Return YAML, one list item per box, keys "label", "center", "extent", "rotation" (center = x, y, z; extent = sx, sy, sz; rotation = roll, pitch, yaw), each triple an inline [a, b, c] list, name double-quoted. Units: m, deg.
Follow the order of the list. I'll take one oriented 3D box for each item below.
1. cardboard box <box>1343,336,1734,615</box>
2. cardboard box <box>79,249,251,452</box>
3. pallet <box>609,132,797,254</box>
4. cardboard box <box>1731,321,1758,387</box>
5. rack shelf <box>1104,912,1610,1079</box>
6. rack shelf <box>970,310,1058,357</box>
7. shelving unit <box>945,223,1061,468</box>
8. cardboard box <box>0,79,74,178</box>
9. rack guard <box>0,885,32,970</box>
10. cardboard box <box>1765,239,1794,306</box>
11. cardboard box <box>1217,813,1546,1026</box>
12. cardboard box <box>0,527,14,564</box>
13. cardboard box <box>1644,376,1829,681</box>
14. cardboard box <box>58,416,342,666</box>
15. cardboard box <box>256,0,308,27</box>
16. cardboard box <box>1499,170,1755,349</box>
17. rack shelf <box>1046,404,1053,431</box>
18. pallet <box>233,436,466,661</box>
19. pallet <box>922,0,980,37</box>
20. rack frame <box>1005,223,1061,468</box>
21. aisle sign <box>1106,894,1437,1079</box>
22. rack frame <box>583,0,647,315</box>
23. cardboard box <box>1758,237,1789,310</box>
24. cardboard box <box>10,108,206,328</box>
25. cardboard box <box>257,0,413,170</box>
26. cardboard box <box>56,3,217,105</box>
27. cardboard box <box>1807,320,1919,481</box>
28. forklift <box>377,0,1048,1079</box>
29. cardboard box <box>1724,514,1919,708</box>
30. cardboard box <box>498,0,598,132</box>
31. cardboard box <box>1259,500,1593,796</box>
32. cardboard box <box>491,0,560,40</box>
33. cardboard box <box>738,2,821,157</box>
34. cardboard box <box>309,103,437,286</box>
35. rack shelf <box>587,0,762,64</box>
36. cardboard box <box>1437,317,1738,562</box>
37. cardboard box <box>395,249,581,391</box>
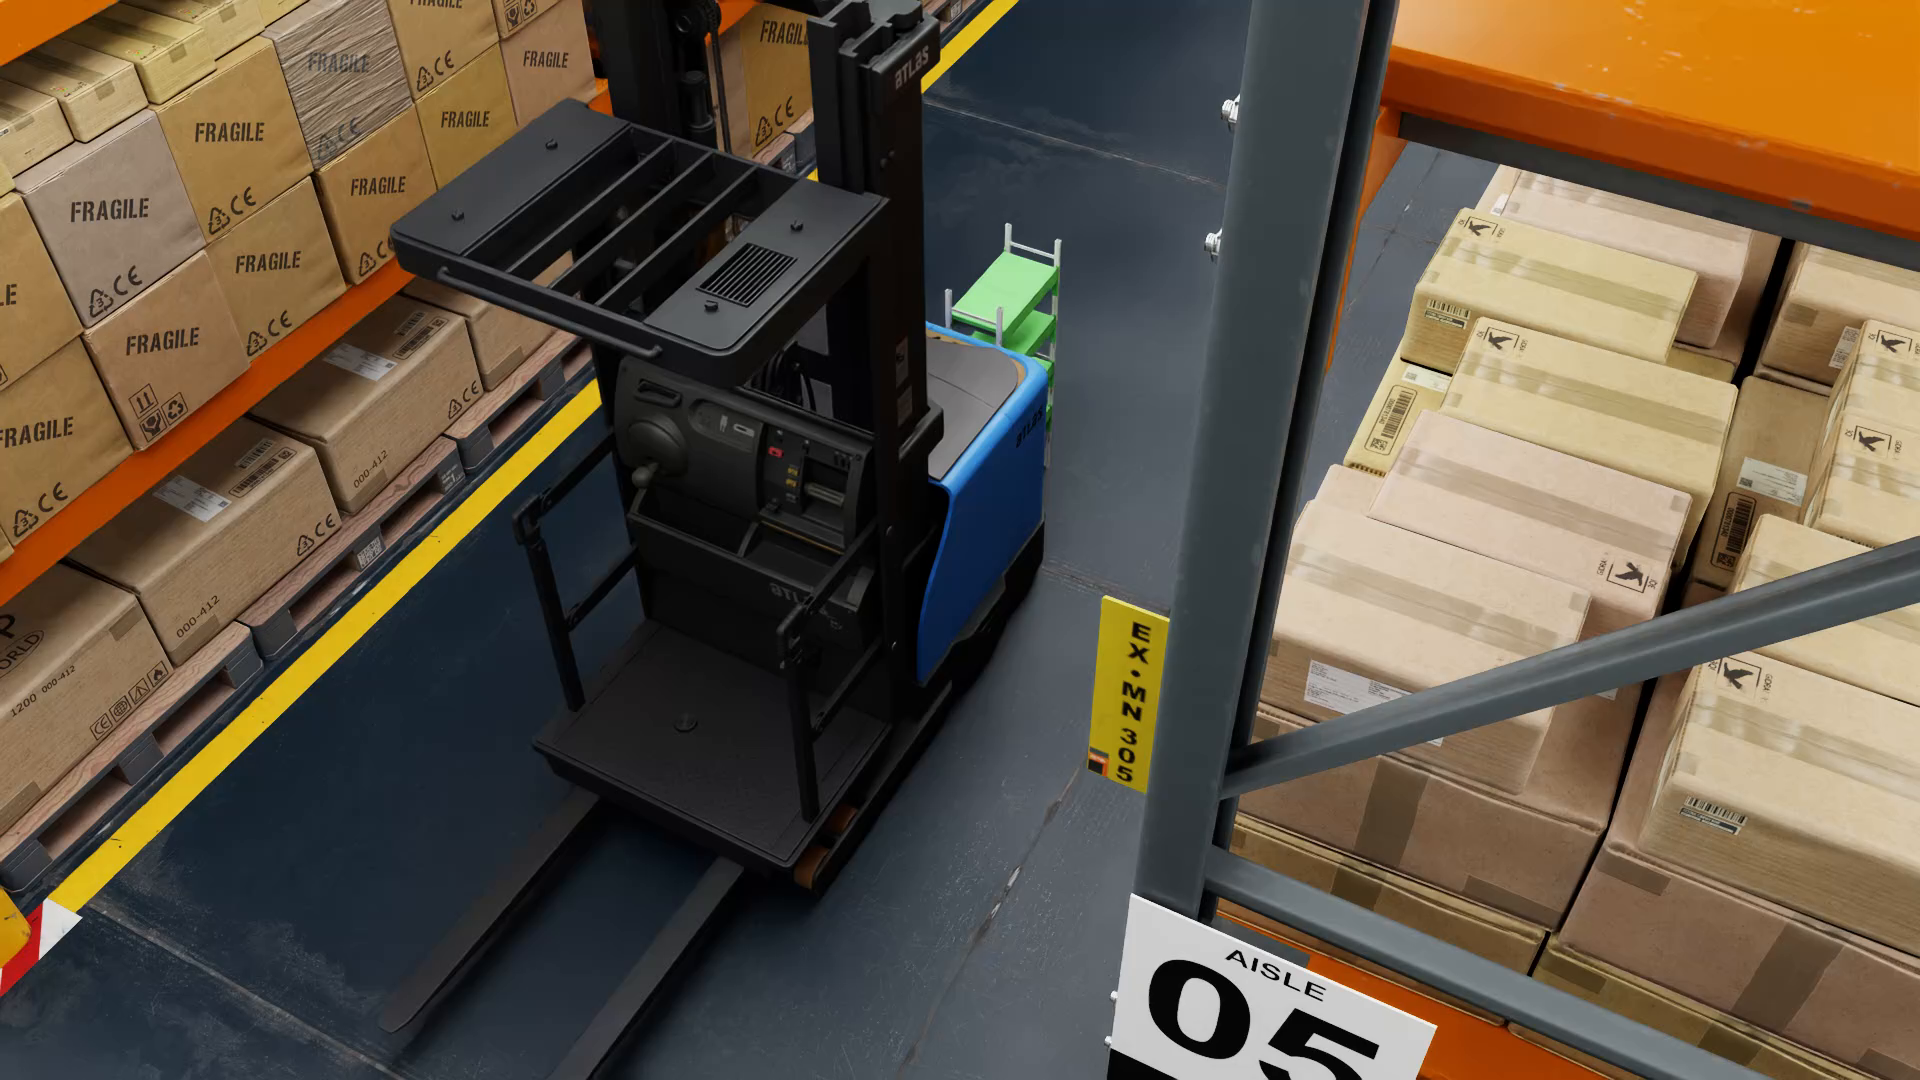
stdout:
- label: "cardboard box"
  center: [0.915, -0.118, 2.683]
  extent: [0.500, 0.250, 0.500]
  rotation: [19, 48, 18]
- label: "cardboard box"
  center: [-2.802, -0.700, 5.542]
  extent: [0.500, 0.500, 0.500]
  rotation: [20, 49, 19]
- label: "pallet"
  center: [-1.593, -1.865, 8.725]
  extent: [1.003, 0.211, 1.213]
  rotation: [20, 49, 19]
- label: "cardboard box"
  center: [1.601, -0.103, 3.019]
  extent: [0.500, 0.250, 0.500]
  rotation: [19, 48, 18]
- label: "rack shelf"
  center: [1.618, -0.305, 3.620]
  extent: [1.077, 0.370, 4.000]
  rotation: [20, 49, 19]
- label: "rack shelf"
  center: [0.170, -0.758, 6.688]
  extent: [0.258, 0.148, 0.480]
  rotation: [21, 49, 20]
- label: "shelving unit"
  center: [0.170, -0.634, 6.813]
  extent: [0.258, 1.200, 0.503]
  rotation: [21, 49, 20]
- label: "cardboard box"
  center: [-2.869, -1.231, 4.908]
  extent: [0.380, 0.149, 0.250]
  rotation: [21, 49, 19]
- label: "rack guard"
  center: [-3.753, 1.079, 5.612]
  extent: [1.175, 0.500, 0.348]
  rotation: [20, 49, 19]
- label: "cardboard box"
  center: [1.844, -0.575, 3.134]
  extent: [0.500, 0.250, 0.500]
  rotation: [19, 48, 18]
- label: "cardboard box"
  center: [0.667, 0.380, 2.541]
  extent: [0.500, 0.250, 0.500]
  rotation: [19, 48, 18]
- label: "cardboard box"
  center: [-3.264, -0.057, 4.907]
  extent: [0.500, 0.500, 0.500]
  rotation: [20, 49, 19]
- label: "cardboard box"
  center: [1.365, 0.059, 2.508]
  extent: [0.500, 0.250, 0.500]
  rotation: [20, 49, 19]
- label: "cardboard box"
  center: [-3.106, -0.090, 6.516]
  extent: [0.875, 0.438, 0.875]
  rotation: [22, 49, 20]
- label: "cardboard box"
  center: [-2.395, -1.866, 5.535]
  extent: [0.380, 0.149, 0.250]
  rotation: [19, 48, 18]
- label: "cardboard box"
  center: [1.101, -0.495, 2.775]
  extent: [0.380, 0.149, 0.250]
  rotation: [19, 48, 18]
- label: "rack shelf"
  center: [0.170, -0.421, 7.029]
  extent: [0.258, 0.148, 0.480]
  rotation: [21, 49, 20]
- label: "pallet"
  center: [-2.872, -0.130, 7.010]
  extent: [1.003, 0.211, 1.213]
  rotation: [20, 49, 19]
- label: "pallet"
  center: [-0.460, -3.402, 10.244]
  extent: [1.003, 0.211, 1.213]
  rotation: [20, 49, 19]
- label: "rack frame"
  center: [0.288, -0.787, 6.964]
  extent: [0.240, 1.200, 0.015]
  rotation: [21, 49, 20]
- label: "aisle sign"
  center: [0.390, 0.789, 2.313]
  extent: [0.394, 0.787, 0.004]
  rotation: [20, 49, 19]
- label: "rack frame"
  center: [-1.885, -2.335, 7.228]
  extent: [1.000, 3.000, 0.127]
  rotation: [20, 49, 19]
- label: "cardboard box"
  center: [1.399, -0.754, 3.311]
  extent: [0.500, 0.250, 0.500]
  rotation: [18, 48, 17]
- label: "cardboard box"
  center: [-2.801, -1.064, 5.200]
  extent: [0.500, 0.500, 0.500]
  rotation: [20, 49, 19]
- label: "cardboard box"
  center: [-2.330, -1.692, 5.820]
  extent: [0.500, 0.500, 0.500]
  rotation: [21, 49, 20]
- label: "cardboard box"
  center: [-2.574, -1.525, 5.198]
  extent: [0.380, 0.149, 0.250]
  rotation: [19, 48, 18]
- label: "cardboard box"
  center: [1.480, -0.145, 2.429]
  extent: [0.380, 0.149, 0.250]
  rotation: [21, 49, 20]
- label: "forklift"
  center: [-0.808, -0.181, 5.148]
  extent: [1.130, 2.935, 3.031]
  rotation: [21, 49, 20]
- label: "cardboard box"
  center: [1.176, 0.155, 2.132]
  extent: [0.380, 0.149, 0.250]
  rotation: [22, 49, 21]
- label: "cardboard box"
  center: [-1.873, -1.993, 6.821]
  extent: [0.500, 0.500, 0.500]
  rotation: [21, 49, 19]
- label: "cardboard box"
  center: [0.584, 0.132, 2.155]
  extent: [0.380, 0.149, 0.250]
  rotation: [20, 49, 19]
- label: "cardboard box"
  center: [-1.859, -2.333, 6.453]
  extent: [0.500, 0.500, 0.500]
  rotation: [20, 49, 19]
- label: "cardboard box"
  center: [-1.255, -2.724, 8.812]
  extent: [0.875, 0.875, 0.875]
  rotation: [22, 49, 20]
- label: "cardboard box"
  center: [-2.328, -1.346, 6.181]
  extent: [0.500, 0.500, 0.500]
  rotation: [20, 49, 18]
- label: "rack shelf"
  center: [-0.956, -3.342, 8.729]
  extent: [1.077, 0.370, 4.000]
  rotation: [20, 49, 19]
- label: "cardboard box"
  center: [0.904, -0.153, 2.437]
  extent: [0.380, 0.149, 0.250]
  rotation: [19, 48, 18]
- label: "cardboard box"
  center: [-2.271, -1.221, 7.634]
  extent: [0.875, 0.438, 0.875]
  rotation: [20, 49, 19]
